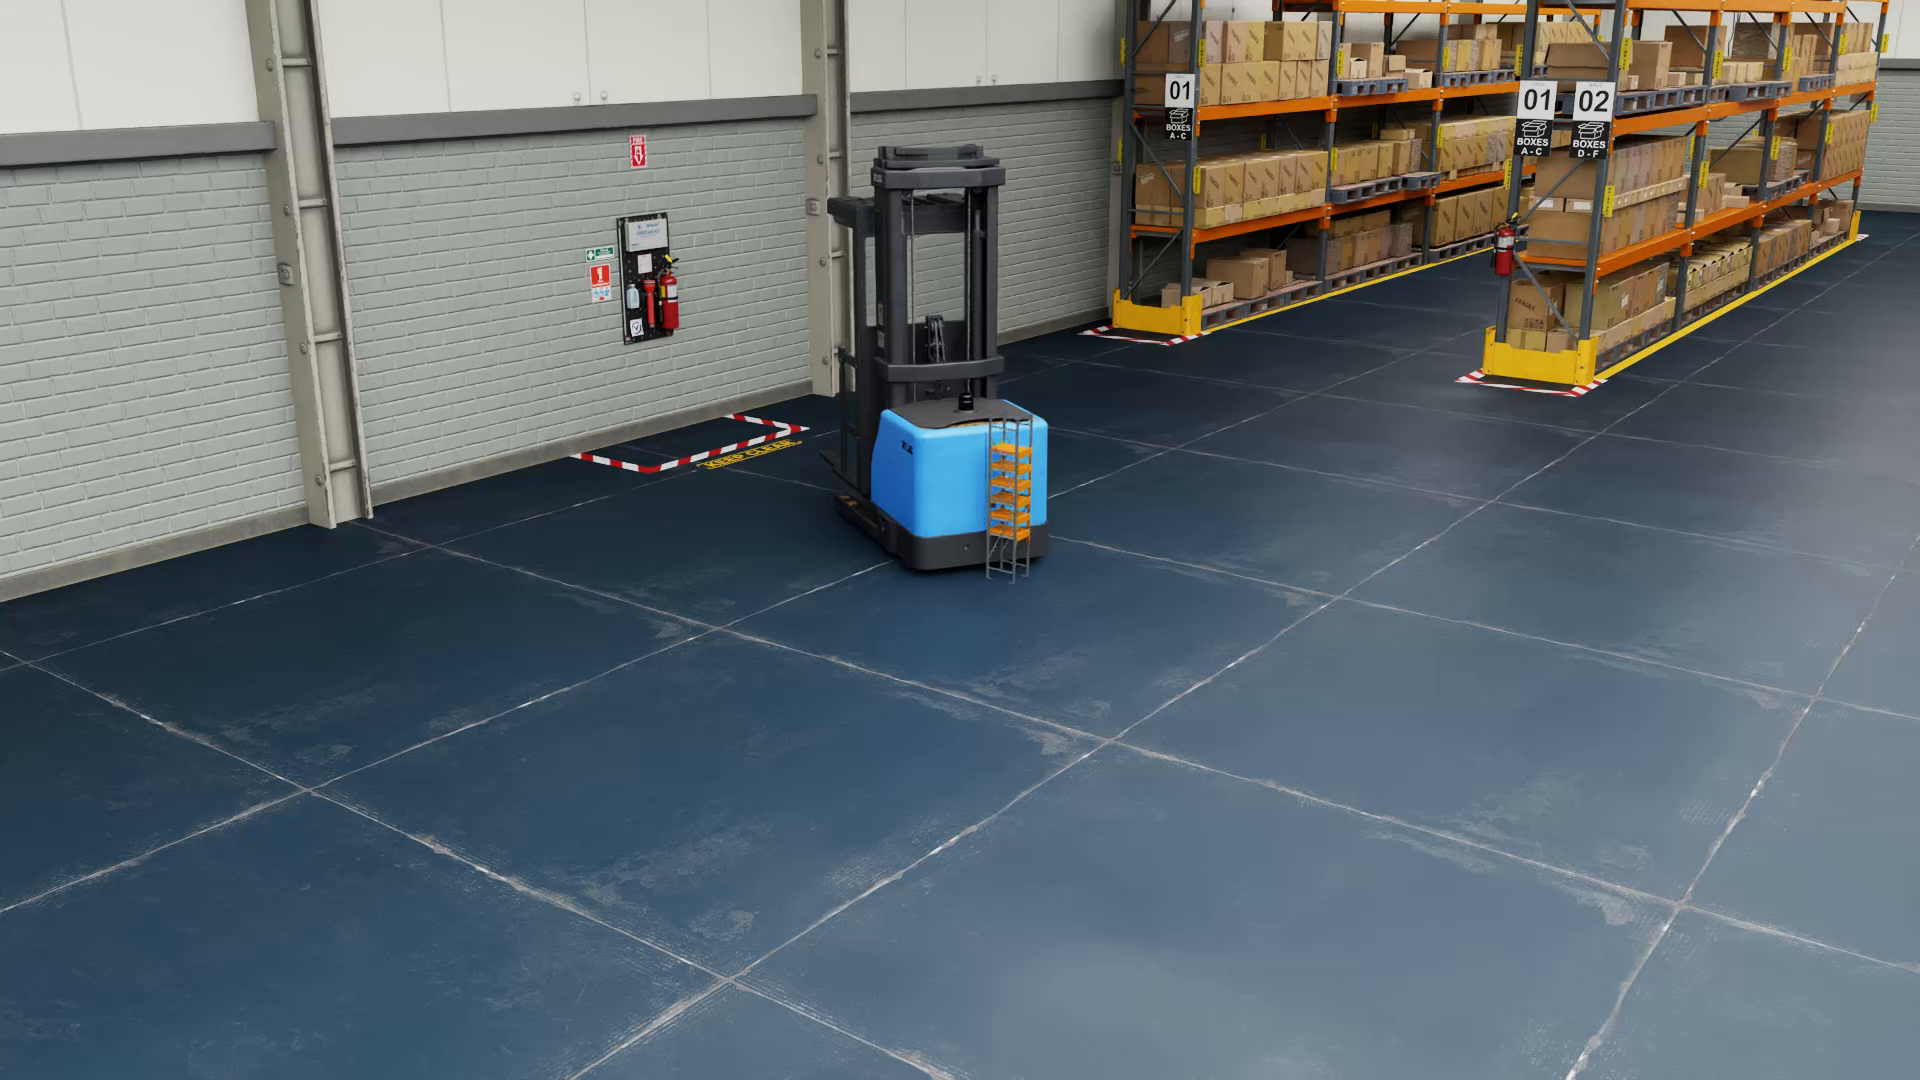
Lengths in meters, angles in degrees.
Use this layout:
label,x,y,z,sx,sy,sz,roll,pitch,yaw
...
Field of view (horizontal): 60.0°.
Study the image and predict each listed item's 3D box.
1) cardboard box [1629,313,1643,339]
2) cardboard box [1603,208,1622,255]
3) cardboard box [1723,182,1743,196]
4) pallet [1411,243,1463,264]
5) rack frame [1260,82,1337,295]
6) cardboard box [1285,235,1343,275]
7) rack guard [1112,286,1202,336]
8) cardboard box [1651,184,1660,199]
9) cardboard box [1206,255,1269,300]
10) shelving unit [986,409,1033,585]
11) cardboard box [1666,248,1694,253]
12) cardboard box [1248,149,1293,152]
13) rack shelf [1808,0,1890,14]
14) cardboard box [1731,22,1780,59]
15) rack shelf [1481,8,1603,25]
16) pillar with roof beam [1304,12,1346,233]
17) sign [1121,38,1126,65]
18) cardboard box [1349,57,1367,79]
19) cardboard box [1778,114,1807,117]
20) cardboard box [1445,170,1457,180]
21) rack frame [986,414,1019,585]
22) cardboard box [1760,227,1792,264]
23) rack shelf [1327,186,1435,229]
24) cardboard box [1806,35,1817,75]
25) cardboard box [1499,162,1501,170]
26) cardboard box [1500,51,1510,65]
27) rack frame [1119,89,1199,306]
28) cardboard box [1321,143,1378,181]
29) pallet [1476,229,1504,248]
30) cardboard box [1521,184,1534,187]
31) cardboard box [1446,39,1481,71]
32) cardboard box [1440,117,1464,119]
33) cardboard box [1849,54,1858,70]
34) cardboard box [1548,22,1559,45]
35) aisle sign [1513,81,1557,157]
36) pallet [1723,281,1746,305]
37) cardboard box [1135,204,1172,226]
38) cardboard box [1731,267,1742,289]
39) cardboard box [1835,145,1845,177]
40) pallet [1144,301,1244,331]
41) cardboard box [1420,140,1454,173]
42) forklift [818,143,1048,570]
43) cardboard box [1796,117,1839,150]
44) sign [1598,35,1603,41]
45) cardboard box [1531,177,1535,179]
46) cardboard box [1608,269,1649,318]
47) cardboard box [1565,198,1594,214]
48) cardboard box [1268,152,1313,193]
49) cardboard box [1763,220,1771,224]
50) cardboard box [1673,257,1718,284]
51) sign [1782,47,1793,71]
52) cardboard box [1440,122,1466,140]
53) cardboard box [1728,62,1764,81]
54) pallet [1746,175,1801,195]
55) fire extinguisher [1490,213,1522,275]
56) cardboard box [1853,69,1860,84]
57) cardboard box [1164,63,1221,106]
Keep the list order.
label,x,y,z,sx,sy,sz,roll,pitch,yaw
cardboard box,7.863,-2.592,19.961,0.500,0.250,0.500,12,21,35
cardboard box,7.067,-3.542,18.923,0.700,0.500,0.500,13,22,36
cardboard box,10.984,-5.043,24.077,0.500,0.311,0.500,14,22,38
pallet,7.786,-4.882,28.109,1.003,0.211,1.213,12,21,35
rack frame,4.872,-5.087,24.066,1.000,3.000,0.127,12,21,35
cardboard box,5.297,-4.281,24.945,0.700,0.500,0.500,13,22,37
rack guard,2.534,-2.958,21.427,1.175,0.500,0.348,12,21,35
cardboard box,8.105,-4.165,19.835,0.380,0.149,0.250,13,22,36
cardboard box,3.790,-3.601,22.754,0.700,0.500,0.500,11,20,31
shelving unit,0.346,-0.301,11.672,0.258,1.200,0.189,13,22,31
cardboard box,10.076,-3.999,23.548,0.500,0.311,0.500,12,21,33
cardboard box,4.424,-5.308,23.732,0.500,0.500,0.500,12,21,33
rack shelf,14.811,-9.114,28.137,1.077,0.370,4.000,12,21,35
cardboard box,11.501,-7.225,24.041,0.500,0.500,0.500,12,21,35
rack shelf,10.831,-9.799,31.012,1.077,0.370,4.000,12,21,35
pillar with roof beam,9.244,-7.987,23.289,9.100,9.000,0.400,12,21,35
sign,2.055,-6.092,20.753,0.100,0.325,0.005,12,21,35
cardboard box,5.629,-6.940,24.418,0.500,0.311,0.500,13,22,36
cardboard box,14.016,-6.931,28.152,0.500,0.500,0.500,12,21,34
cardboard box,8.021,-6.073,27.632,0.380,0.149,0.250,13,22,36
rack frame,0.295,-0.277,11.600,0.240,1.200,0.006,13,22,31
cardboard box,12.654,-4.609,25.999,0.500,0.500,0.500,12,21,33
rack shelf,6.064,-5.219,25.706,1.077,0.370,4.000,12,21,35
cardboard box,13.260,-7.739,26.504,0.600,0.600,0.600,10,20,30
cardboard box,9.343,-6.633,29.435,0.380,0.149,0.250,13,22,36
cardboard box,9.858,-8.806,30.360,0.500,0.250,0.500,13,21,35
rack frame,2.489,-4.134,20.998,1.000,3.000,0.127,12,21,35
cardboard box,5.909,-5.754,25.304,0.700,0.500,0.500,16,24,42
pallet,9.240,-5.463,29.980,1.003,0.211,1.213,12,21,35
cardboard box,10.828,-6.642,31.488,0.380,0.149,0.250,12,21,33
cardboard box,8.397,-8.240,28.253,0.700,0.500,0.500,12,21,35
cardboard box,8.555,-7.240,29.031,0.500,0.250,0.500,12,21,33
cardboard box,14.713,-8.025,27.882,0.500,0.250,0.500,12,21,35
cardboard box,10.590,-9.203,30.375,0.500,0.500,0.500,12,21,34
aisle sign,6.194,-4.537,17.913,0.394,0.787,0.004,12,21,35
pallet,10.714,-3.644,24.122,1.003,0.211,1.213,12,21,35
cardboard box,2.612,-4.217,21.486,0.500,0.250,0.500,13,21,35
cardboard box,10.814,-3.760,23.723,0.500,0.250,0.500,12,21,34
cardboard box,14.744,-6.480,28.383,0.500,0.500,0.500,12,21,34
pallet,3.047,-3.007,22.072,1.003,0.211,1.213,12,21,35
cardboard box,7.751,-6.309,27.298,0.500,0.500,0.500,13,22,36
forklift,-0.366,-1.583,12.901,1.130,2.935,3.031,-7,18,-20
cardboard box,14.126,-6.705,27.424,0.500,0.500,0.500,13,22,36
sign,12.450,-9.663,32.385,0.100,0.325,0.005,12,21,35
cardboard box,11.599,-7.142,33.097,0.380,0.149,0.250,13,21,35
cardboard box,7.864,-2.950,19.850,0.500,0.500,0.500,12,21,35
cardboard box,6.876,-3.672,18.249,0.380,0.149,0.250,12,21,34
cardboard box,4.546,-5.095,23.049,0.500,0.500,0.500,12,21,34
cardboard box,12.827,-4.933,27.043,0.500,0.500,0.500,13,21,35
cardboard box,9.909,-3.664,22.466,0.500,0.311,0.500,12,21,33
sign,11.677,-6.782,23.462,0.100,0.325,0.005,12,21,35
cardboard box,8.053,-6.787,27.574,0.500,0.250,0.500,12,21,34
cardboard box,11.011,-6.608,23.453,0.500,0.250,0.500,11,20,31
pallet,12.391,-5.537,25.840,1.003,0.211,1.213,12,21,35
fire extinguisher,6.026,-3.276,18.367,0.296,0.674,0.183,12,21,35
cardboard box,15.003,-7.907,28.344,0.500,0.250,0.500,12,21,35
cardboard box,2.889,-5.659,20.649,0.500,0.500,0.500,13,22,36
